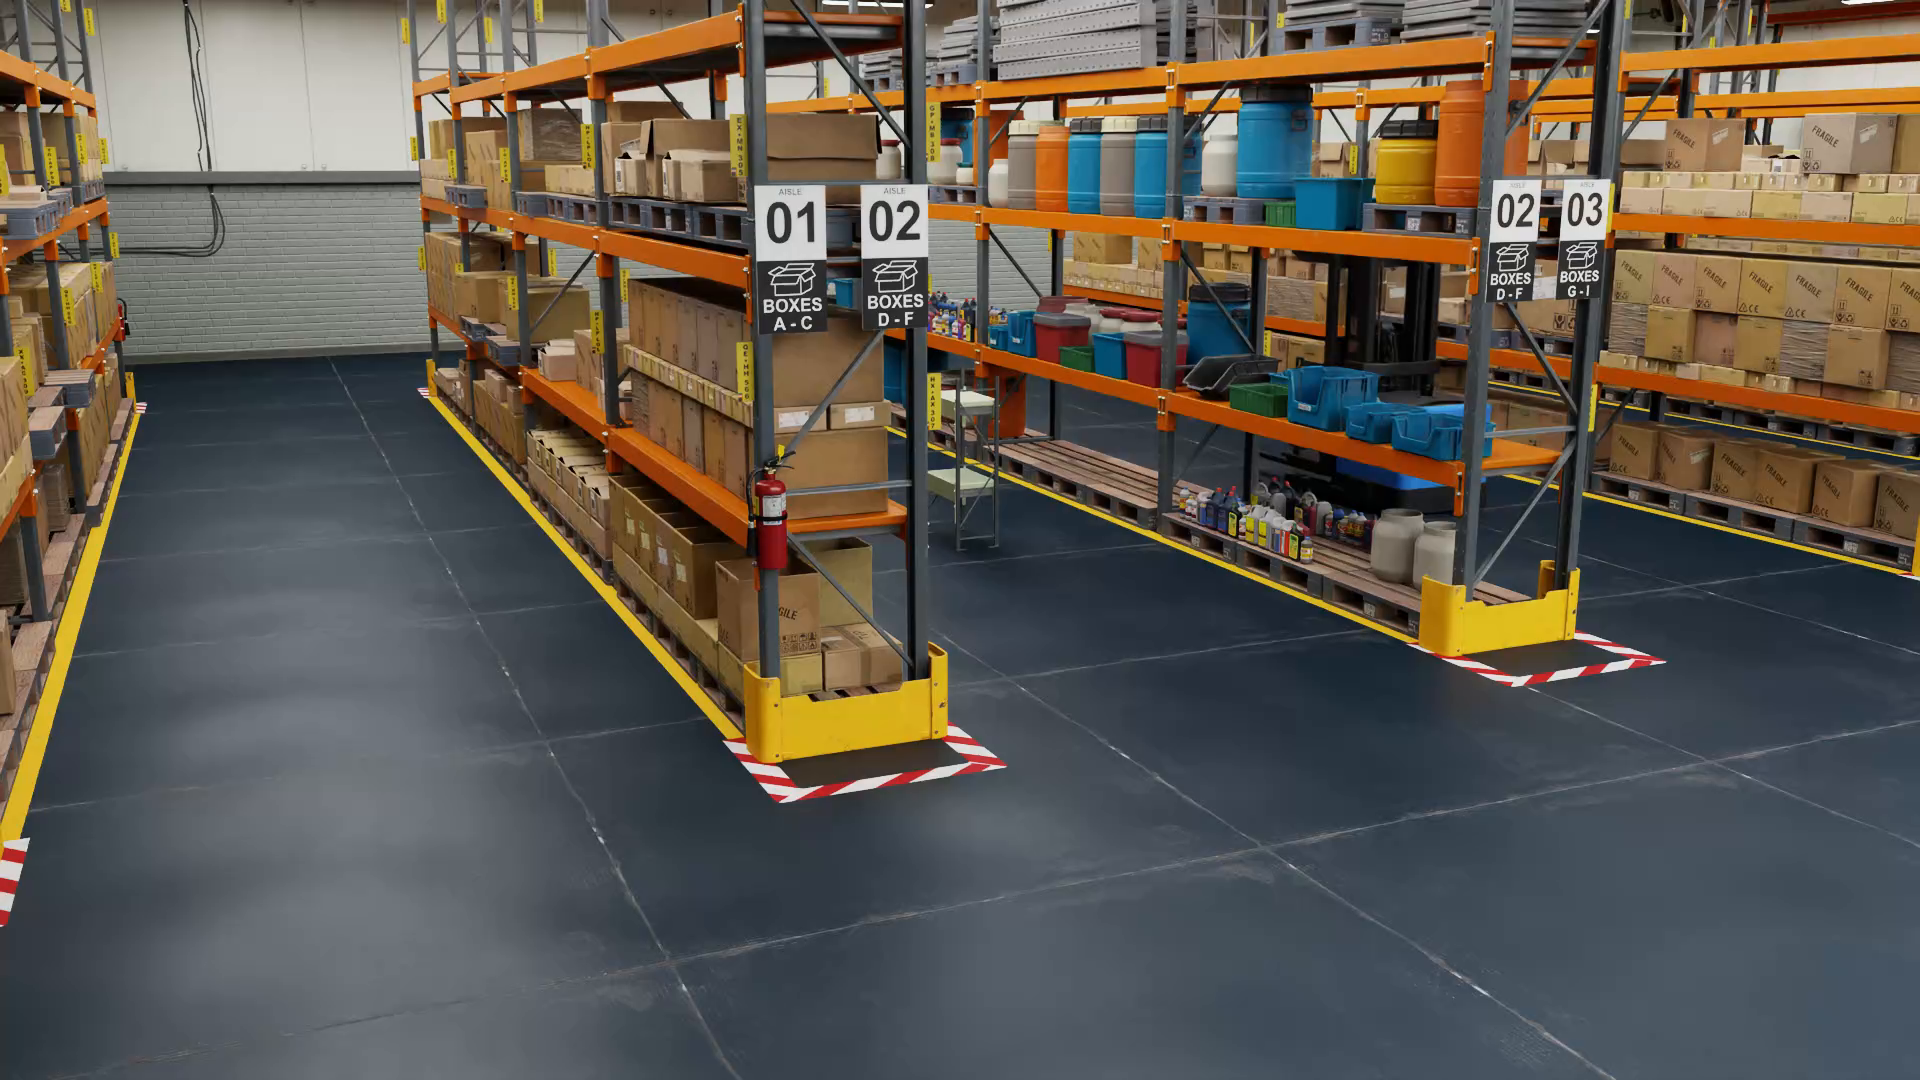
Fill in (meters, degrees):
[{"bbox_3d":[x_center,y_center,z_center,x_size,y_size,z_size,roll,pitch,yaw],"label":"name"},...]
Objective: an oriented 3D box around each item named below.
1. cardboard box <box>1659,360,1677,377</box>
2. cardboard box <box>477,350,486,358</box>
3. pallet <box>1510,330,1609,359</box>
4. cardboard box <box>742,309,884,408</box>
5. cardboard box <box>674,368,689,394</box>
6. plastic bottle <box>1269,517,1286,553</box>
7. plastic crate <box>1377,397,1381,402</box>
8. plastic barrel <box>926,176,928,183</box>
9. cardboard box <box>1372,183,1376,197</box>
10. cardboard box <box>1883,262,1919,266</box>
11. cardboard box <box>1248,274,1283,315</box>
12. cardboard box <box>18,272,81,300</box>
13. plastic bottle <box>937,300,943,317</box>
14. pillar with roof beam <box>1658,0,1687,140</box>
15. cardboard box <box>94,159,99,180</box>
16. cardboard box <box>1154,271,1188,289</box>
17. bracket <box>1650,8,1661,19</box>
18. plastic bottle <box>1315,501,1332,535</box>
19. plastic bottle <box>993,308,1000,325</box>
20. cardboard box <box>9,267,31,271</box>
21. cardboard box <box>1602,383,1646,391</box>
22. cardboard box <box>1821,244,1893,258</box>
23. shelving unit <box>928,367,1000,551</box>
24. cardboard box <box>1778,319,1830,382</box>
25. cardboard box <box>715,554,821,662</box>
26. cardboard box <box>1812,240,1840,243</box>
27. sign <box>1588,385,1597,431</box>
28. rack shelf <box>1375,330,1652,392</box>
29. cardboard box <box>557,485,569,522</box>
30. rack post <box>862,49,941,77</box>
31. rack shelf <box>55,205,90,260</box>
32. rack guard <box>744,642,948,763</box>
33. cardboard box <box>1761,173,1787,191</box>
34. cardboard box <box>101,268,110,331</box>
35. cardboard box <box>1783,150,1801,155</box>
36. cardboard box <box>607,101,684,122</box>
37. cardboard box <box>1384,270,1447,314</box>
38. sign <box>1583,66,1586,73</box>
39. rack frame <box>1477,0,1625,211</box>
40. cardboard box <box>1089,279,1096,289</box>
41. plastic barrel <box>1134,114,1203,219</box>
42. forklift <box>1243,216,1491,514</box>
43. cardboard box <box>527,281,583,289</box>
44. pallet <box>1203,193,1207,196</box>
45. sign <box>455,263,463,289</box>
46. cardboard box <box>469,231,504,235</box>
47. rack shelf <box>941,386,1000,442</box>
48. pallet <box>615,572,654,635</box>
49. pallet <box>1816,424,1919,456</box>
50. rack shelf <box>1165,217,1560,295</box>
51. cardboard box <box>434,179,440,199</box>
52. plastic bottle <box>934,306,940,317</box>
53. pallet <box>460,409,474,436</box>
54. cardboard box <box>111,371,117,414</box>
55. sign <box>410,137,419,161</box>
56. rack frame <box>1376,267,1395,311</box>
[{"bbox_3d":[6.942,-1.660,15.945,0.380,0.149,0.250,-6,14,-23],"label":"cardboard box"},{"bbox_3d":[-6.632,-2.498,23.579,0.500,0.500,0.500,-6,14,-23],"label":"cardboard box"},{"bbox_3d":[6.636,-2.084,17.647,1.003,0.211,1.213,-6,14,-23],"label":"pallet"},{"bbox_3d":[-0.863,-1.075,9.764,0.700,0.500,0.500,-6,14,-23],"label":"cardboard box"},{"bbox_3d":[-1.715,-1.084,11.242,0.380,0.149,0.250,-6,14,-23],"label":"cardboard box"},{"bbox_3d":[2.605,-0.043,13.468,0.152,0.276,0.135,-6,14,-25],"label":"plastic bottle"},{"bbox_3d":[3.154,-1.118,13.632,0.530,0.136,0.437,-6,14,-23],"label":"plastic crate"},{"bbox_3d":[-0.382,-4.799,20.952,0.600,0.588,0.600,0,13,0],"label":"plastic barrel"},{"bbox_3d":[5.162,-4.101,19.617,0.500,0.250,0.500,-5,14,-22],"label":"cardboard box"},{"bbox_3d":[8.247,-2.103,14.204,0.500,0.500,0.500,-6,14,-23],"label":"cardboard box"},{"bbox_3d":[4.174,-3.277,22.154,0.500,0.500,0.500,-5,14,-22],"label":"cardboard box"},{"bbox_3d":[-8.984,-2.495,16.409,0.500,0.250,0.500,-6,14,-24],"label":"cardboard box"},{"bbox_3d":[-0.238,-2.902,21.042,0.097,0.271,0.097,0,13,0],"label":"plastic bottle"},{"bbox_3d":[11.430,-9.002,33.808,9.100,9.000,0.548,-6,14,-23],"label":"pillar with roof beam"},{"bbox_3d":[-10.867,-4.550,20.405,0.500,0.250,0.500,-6,14,-25],"label":"cardboard box"},{"bbox_3d":[3.187,-3.799,24.303,0.500,0.250,0.500,-6,14,-24],"label":"cardboard box"},{"bbox_3d":[14.883,-11.198,35.314,0.235,0.232,0.430,-6,14,-23],"label":"bracket"},{"bbox_3d":[3.061,-0.199,14.142,0.152,0.276,0.135,-5,14,-22],"label":"plastic bottle"},{"bbox_3d":[0.439,-2.639,19.903,0.097,0.271,0.097,0,13,0],"label":"plastic bottle"},{"bbox_3d":[-9.850,-2.660,17.120,0.500,0.250,0.500,-5,14,-22],"label":"cardboard box"},{"bbox_3d":[9.289,-2.359,23.022,0.500,0.500,0.500,-6,14,-23],"label":"cardboard box"},{"bbox_3d":[10.780,-3.282,19.958,0.700,0.500,0.500,-6,14,-23],"label":"cardboard box"},{"bbox_3d":[0.003,-0.729,14.695,0.431,1.500,0.755,-6,14,-23],"label":"shelving unit"},{"bbox_3d":[7.746,-1.689,14.635,0.875,0.500,0.500,-6,14,-23],"label":"cardboard box"},{"bbox_3d":[-1.154,0.400,9.994,0.500,0.500,0.500,-6,14,-23],"label":"cardboard box"},{"bbox_3d":[13.434,-4.555,25.461,0.500,0.500,0.500,-6,14,-23],"label":"cardboard box"},{"bbox_3d":[4.379,-0.916,11.562,0.100,0.325,0.005,-6,14,-23],"label":"sign"},{"bbox_3d":[6.008,-2.069,18.753,1.077,0.370,4.000,-6,14,-23],"label":"rack shelf"},{"bbox_3d":[-3.310,-0.352,14.907,0.500,0.250,0.500,-5,14,-22],"label":"cardboard box"},{"bbox_3d":[-0.625,-5.921,20.662,0.937,0.300,0.954,-6,14,-24],"label":"rack post"},{"bbox_3d":[-9.210,-3.015,16.186,1.077,0.370,4.000,-6,14,-23],"label":"rack shelf"},{"bbox_3d":[-0.657,0.937,9.713,1.175,0.500,0.348,-6,14,-23],"label":"rack guard"},{"bbox_3d":[7.348,-3.178,14.744,0.380,0.149,0.250,-5,14,-22],"label":"cardboard box"},{"bbox_3d":[-10.801,-2.877,19.985,0.980,0.700,0.700,-6,14,-26],"label":"cardboard box"},{"bbox_3d":[15.977,-7.283,31.596,0.500,0.250,0.500,-6,14,-24],"label":"cardboard box"},{"bbox_3d":[-2.480,-3.202,13.136,0.500,0.500,0.500,-5,14,-22],"label":"cardboard box"},{"bbox_3d":[5.460,-2.978,19.932,0.500,0.500,0.500,-8,15,-30],"label":"cardboard box"},{"bbox_3d":[11.585,-8.843,30.874,0.100,0.325,0.005,-6,14,-23],"label":"sign"},{"bbox_3d":[3.873,-3.655,10.706,1.000,3.000,0.127,-6,14,-23],"label":"rack frame"},{"bbox_3d":[2.256,-4.048,26.264,0.380,0.149,0.250,-6,14,-24],"label":"cardboard box"},{"bbox_3d":[1.868,-3.350,14.928,0.600,0.901,0.708,-6,14,-23],"label":"plastic barrel"},{"bbox_3d":[4.007,-1.944,16.768,1.130,2.935,3.031,-6,14,-23],"label":"forklift"},{"bbox_3d":[-4.418,-2.518,17.945,0.700,0.500,0.500,-3,13,-12],"label":"cardboard box"},{"bbox_3d":[4.017,-4.842,22.912,0.805,0.209,1.217,-6,14,-25],"label":"pallet"},{"bbox_3d":[-5.968,-3.136,19.849,0.100,0.325,0.005,-6,14,-23],"label":"sign"},{"bbox_3d":[-6.646,-4.060,23.322,0.500,0.500,0.500,-6,14,-23],"label":"cardboard box"},{"bbox_3d":[0.003,-1.110,14.607,0.431,0.370,0.720,-6,14,-23],"label":"rack shelf"},{"bbox_3d":[-1.989,0.414,12.612,1.003,0.211,1.213,-6,14,-23],"label":"pallet"},{"bbox_3d":[11.016,-1.228,19.705,1.003,0.211,1.213,-6,14,-23],"label":"pallet"},{"bbox_3d":[3.072,-2.257,12.911,1.077,0.370,4.000,-6,14,-23],"label":"rack shelf"},{"bbox_3d":[-6.507,-4.540,21.516,0.500,0.250,0.500,-6,14,-23],"label":"cardboard box"},{"bbox_3d":[-0.284,-2.661,19.973,0.061,0.283,0.133,-6,14,-23],"label":"plastic bottle"},{"bbox_3d":[-5.748,-1.548,21.093,1.003,0.211,1.213,-6,14,-23],"label":"pallet"},{"bbox_3d":[-10.839,-1.787,20.552,0.700,0.500,0.500,-6,14,-25],"label":"cardboard box"},{"bbox_3d":[-7.573,-5.430,23.087,0.100,0.325,0.005,-6,14,-23],"label":"sign"},{"bbox_3d":[5.207,-2.833,20.457,1.000,3.000,0.127,-6,14,-23],"label":"rack frame"}]
